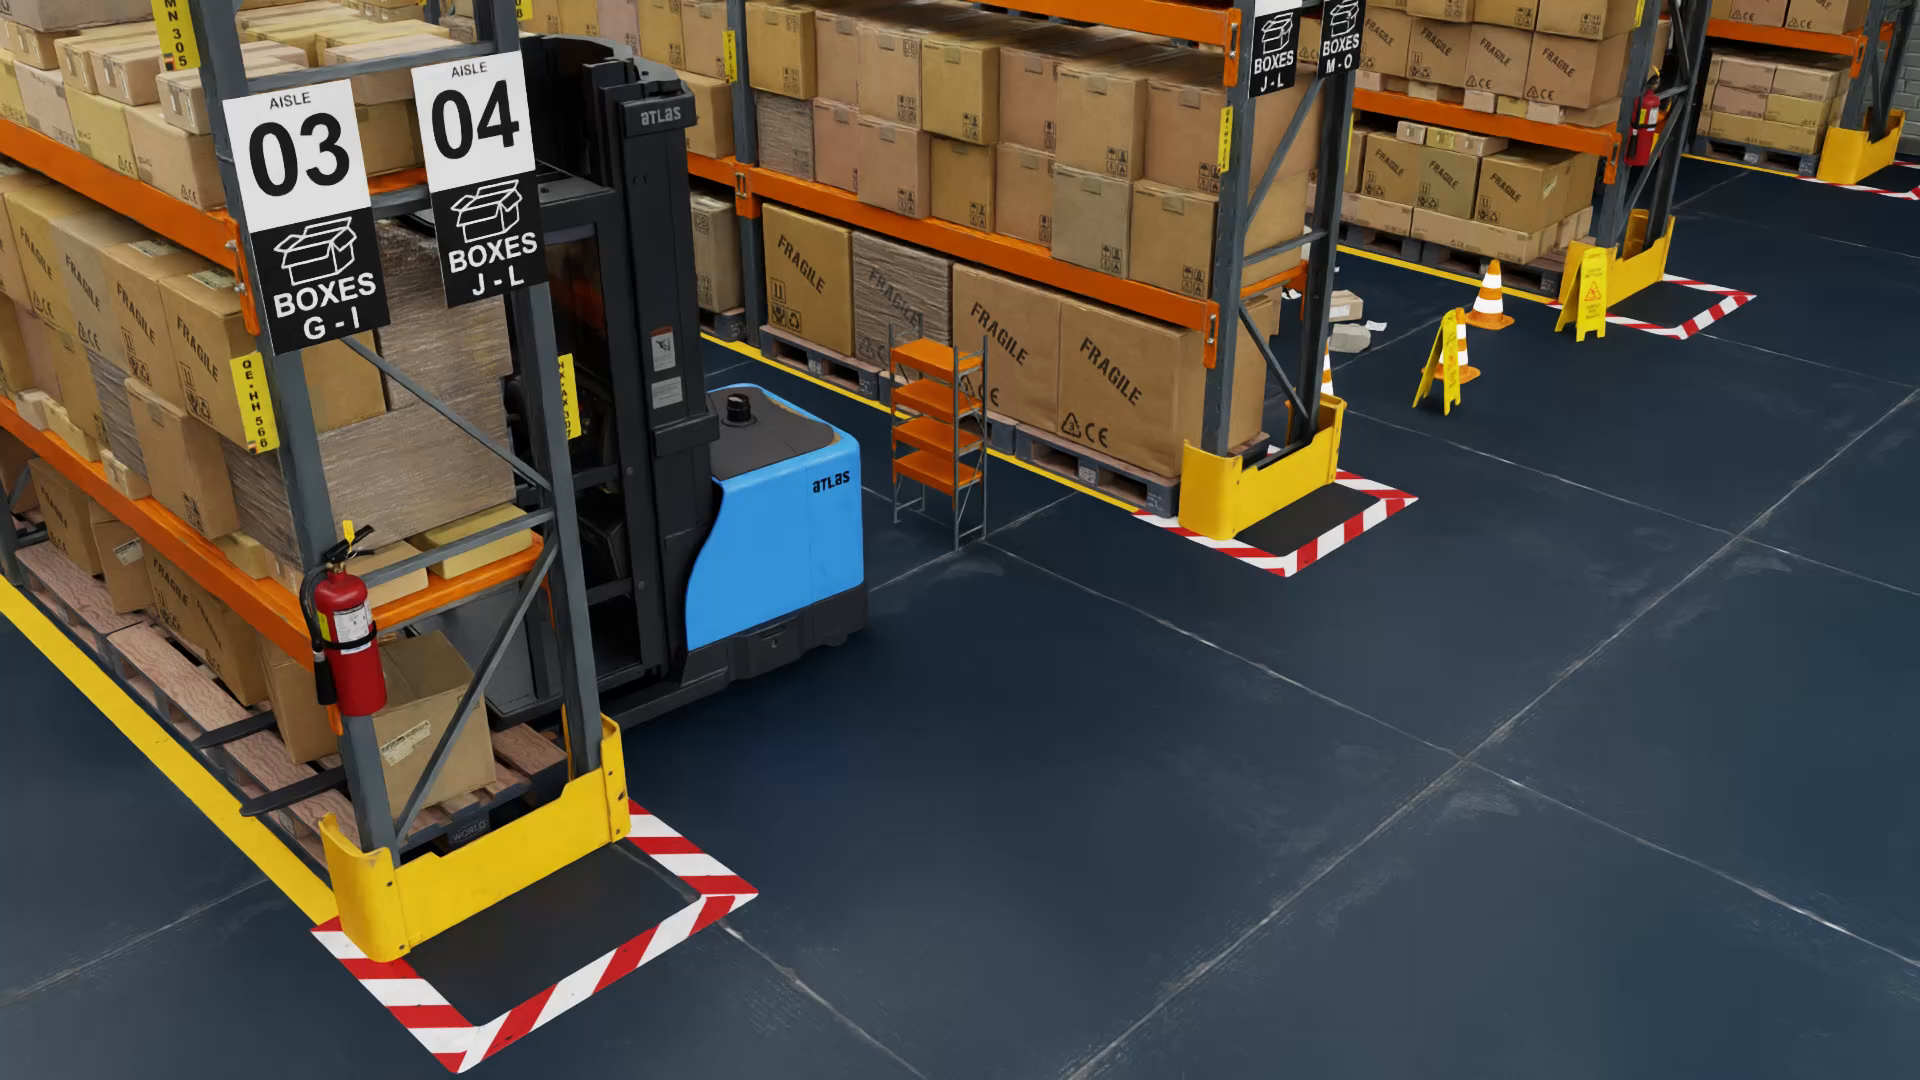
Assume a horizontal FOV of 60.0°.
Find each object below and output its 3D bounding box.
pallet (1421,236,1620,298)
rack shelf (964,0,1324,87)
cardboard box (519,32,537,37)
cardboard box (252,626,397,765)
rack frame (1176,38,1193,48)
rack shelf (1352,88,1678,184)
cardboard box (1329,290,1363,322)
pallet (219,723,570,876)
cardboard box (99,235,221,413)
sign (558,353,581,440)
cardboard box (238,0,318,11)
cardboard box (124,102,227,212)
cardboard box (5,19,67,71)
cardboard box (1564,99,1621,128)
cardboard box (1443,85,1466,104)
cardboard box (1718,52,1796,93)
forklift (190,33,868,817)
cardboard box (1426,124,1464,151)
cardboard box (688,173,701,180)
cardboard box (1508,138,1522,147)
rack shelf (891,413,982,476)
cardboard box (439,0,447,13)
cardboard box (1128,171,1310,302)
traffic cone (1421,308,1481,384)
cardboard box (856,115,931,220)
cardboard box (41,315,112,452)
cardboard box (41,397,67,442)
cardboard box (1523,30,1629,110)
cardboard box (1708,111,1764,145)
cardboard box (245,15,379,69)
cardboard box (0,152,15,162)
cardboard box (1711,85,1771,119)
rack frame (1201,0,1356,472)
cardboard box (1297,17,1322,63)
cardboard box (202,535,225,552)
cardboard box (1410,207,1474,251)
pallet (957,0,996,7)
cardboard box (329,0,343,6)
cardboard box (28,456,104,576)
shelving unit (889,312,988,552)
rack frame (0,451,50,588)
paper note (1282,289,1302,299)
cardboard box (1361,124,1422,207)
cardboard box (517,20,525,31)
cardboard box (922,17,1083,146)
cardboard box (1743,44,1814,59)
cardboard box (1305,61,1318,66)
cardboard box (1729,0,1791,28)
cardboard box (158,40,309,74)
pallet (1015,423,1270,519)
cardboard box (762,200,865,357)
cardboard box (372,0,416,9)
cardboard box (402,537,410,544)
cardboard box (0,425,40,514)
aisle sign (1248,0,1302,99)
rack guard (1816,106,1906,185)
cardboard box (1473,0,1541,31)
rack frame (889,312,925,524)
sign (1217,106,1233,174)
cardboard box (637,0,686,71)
[{"bbox_3d":[4.513,-2.311,13.419,1.213,0.211,1.003,25,36,38],"label":"pallet"},{"bbox_3d":[0.297,-3.230,9.720,4.000,0.370,1.077,25,36,38],"label":"rack shelf"},{"bbox_3d":[-3.126,-3.657,12.874,0.500,0.500,0.500,25,36,38],"label":"cardboard box"},{"bbox_3d":[-2.710,0.572,7.173,0.500,0.500,0.500,-15,31,-27],"label":"cardboard box"},{"bbox_3d":[2.270,-4.549,14.678,0.127,3.000,1.000,25,36,38],"label":"rack frame"},{"bbox_3d":[3.696,-3.578,13.605,4.000,0.370,1.077,25,36,38],"label":"rack shelf"},{"bbox_3d":[2.772,-1.739,12.398,0.380,0.149,0.250,-7,29,-14],"label":"cardboard box"},{"bbox_3d":[-2.435,0.978,7.164,1.213,0.211,1.003,25,36,38],"label":"pallet"},{"bbox_3d":[-2.752,-0.832,6.108,0.500,0.500,0.500,25,36,38],"label":"cardboard box"},{"bbox_3d":[-1.446,-0.518,6.083,0.005,0.325,0.100,25,36,38],"label":"sign"},{"bbox_3d":[-2.695,-2.254,6.126,0.500,0.500,0.500,24,36,38],"label":"cardboard box"},{"bbox_3d":[-2.348,-1.289,5.417,0.500,0.250,0.500,-24,36,-38],"label":"cardboard box"},{"bbox_3d":[-3.165,-1.807,5.973,0.250,0.149,0.380,22,35,36],"label":"cardboard box"},{"bbox_3d":[4.705,-3.184,12.352,0.380,0.149,0.250,-24,36,-38],"label":"cardboard box"},{"bbox_3d":[3.990,-3.524,13.000,0.380,0.149,0.250,-25,36,-38],"label":"cardboard box"},{"bbox_3d":[7.684,-4.515,16.043,0.500,0.250,0.500,-25,36,-38],"label":"cardboard box"},{"bbox_3d":[-1.917,-0.560,7.166,3.031,2.935,1.130,-21,34,-34],"label":"forklift"},{"bbox_3d":[3.882,-3.187,13.089,0.380,0.149,0.250,-25,36,-38],"label":"cardboard box"},{"bbox_3d":[-2.320,-2.552,12.847,0.750,0.750,1.050,25,36,38],"label":"cardboard box"},{"bbox_3d":[4.347,-3.076,13.575,0.500,0.500,0.500,23,35,37],"label":"cardboard box"},{"bbox_3d":[-0.118,-0.526,9.105,0.480,0.148,0.258,25,36,38],"label":"rack shelf"},{"bbox_3d":[-4.380,-4.697,14.459,0.380,0.149,0.250,-23,36,-37],"label":"cardboard box"},{"bbox_3d":[1.427,-1.741,9.176,0.550,0.550,0.875,25,36,38],"label":"cardboard box"},{"bbox_3d":[3.375,-1.354,11.328,0.334,0.463,0.336,25,36,38],"label":"traffic cone"},{"bbox_3d":[-0.147,-2.436,10.499,0.550,0.550,0.875,25,36,38],"label":"cardboard box"},{"bbox_3d":[-3.314,-0.787,7.097,0.500,0.500,0.875,25,36,38],"label":"cardboard box"},{"bbox_3d":[-3.827,-0.579,7.399,0.250,0.149,0.380,25,36,38],"label":"cardboard box"},{"bbox_3d":[4.542,-3.505,12.266,0.500,0.500,0.500,24,36,38],"label":"cardboard box"},{"bbox_3d":[7.695,-4.075,16.280,0.500,0.250,0.500,25,36,38],"label":"cardboard box"},{"bbox_3d":[-2.244,-1.718,5.803,0.250,0.149,0.380,24,36,38],"label":"cardboard box"},{"bbox_3d":[-4.178,-1.485,7.349,0.500,0.500,0.500,25,36,38],"label":"cardboard box"},{"bbox_3d":[7.683,-4.305,16.180,0.500,0.250,0.500,24,36,38],"label":"cardboard box"},{"bbox_3d":[1.724,-1.568,9.009,0.127,3.000,1.000,25,36,38],"label":"rack frame"},{"bbox_3d":[3.111,-4.165,13.520,0.500,0.500,0.500,24,36,38],"label":"cardboard box"},{"bbox_3d":[-2.734,-0.101,6.490,0.250,0.149,0.380,25,36,38],"label":"cardboard box"},{"bbox_3d":[3.993,-2.559,13.396,0.500,0.250,0.500,25,37,39],"label":"cardboard box"},{"bbox_3d":[0.000,-5.572,16.830,1.003,0.211,1.213,25,36,38],"label":"pallet"},{"bbox_3d":[-5.212,-4.648,14.366,0.250,0.149,0.380,25,36,38],"label":"cardboard box"},{"bbox_3d":[-4.421,-0.196,8.634,0.500,0.500,0.500,23,36,37],"label":"cardboard box"},{"bbox_3d":[-0.118,-0.585,9.073,0.503,1.200,0.258,25,36,38],"label":"shelving unit"},{"bbox_3d":[-4.678,-1.260,8.424,0.127,3.000,1.000,25,36,38],"label":"rack frame"},{"bbox_3d":[2.552,-1.899,12.842,0.148,0.019,0.142,-13,30,-22],"label":"paper note"},{"bbox_3d":[3.638,-3.056,13.536,0.500,0.500,0.500,24,36,37],"label":"cardboard box"},{"bbox_3d":[-3.306,-4.351,13.120,0.500,0.500,0.700,24,36,38],"label":"cardboard box"},{"bbox_3d":[0.256,-2.753,9.941,0.500,0.550,0.875,25,36,38],"label":"cardboard box"},{"bbox_3d":[8.030,-4.685,16.366,0.500,0.250,0.500,25,36,38],"label":"cardboard box"},{"bbox_3d":[3.061,-3.918,13.748,0.250,0.149,0.380,24,36,38],"label":"cardboard box"},{"bbox_3d":[7.701,-5.182,15.775,0.500,0.500,0.500,-24,36,-38],"label":"cardboard box"},{"bbox_3d":[-2.346,-1.504,5.396,0.250,0.149,0.380,23,36,37],"label":"cardboard box"},{"bbox_3d":[1.099,-0.569,10.105,1.213,0.211,1.003,25,36,38],"label":"pallet"},{"bbox_3d":[-0.729,-1.890,11.454,0.875,0.875,0.875,-25,36,-38],"label":"cardboard box"},{"bbox_3d":[-4.652,-4.524,13.811,0.250,0.149,0.380,23,35,37],"label":"cardboard box"},{"bbox_3d":[-2.027,-0.104,6.494,0.250,0.149,0.380,25,36,38],"label":"cardboard box"},{"bbox_3d":[-5.101,-0.556,9.298,0.500,0.500,0.700,21,34,35],"label":"cardboard box"},{"bbox_3d":[1.564,-2.596,8.171,0.004,0.787,0.394,25,36,38],"label":"aisle sign"},{"bbox_3d":[8.616,-3.778,15.898,0.348,0.500,1.175,25,36,38],"label":"rack guard"},{"bbox_3d":[4.249,-4.124,12.369,0.700,0.500,0.500,-25,37,-39],"label":"cardboard box"},{"bbox_3d":[-0.292,-0.665,9.225,0.015,1.200,0.240,25,36,38],"label":"rack frame"},{"bbox_3d":[1.333,-2.010,8.351,0.005,0.325,0.100,25,36,38],"label":"sign"},{"bbox_3d":[-1.855,-3.687,11.858,0.500,0.500,0.700,24,36,38],"label":"cardboard box"}]
